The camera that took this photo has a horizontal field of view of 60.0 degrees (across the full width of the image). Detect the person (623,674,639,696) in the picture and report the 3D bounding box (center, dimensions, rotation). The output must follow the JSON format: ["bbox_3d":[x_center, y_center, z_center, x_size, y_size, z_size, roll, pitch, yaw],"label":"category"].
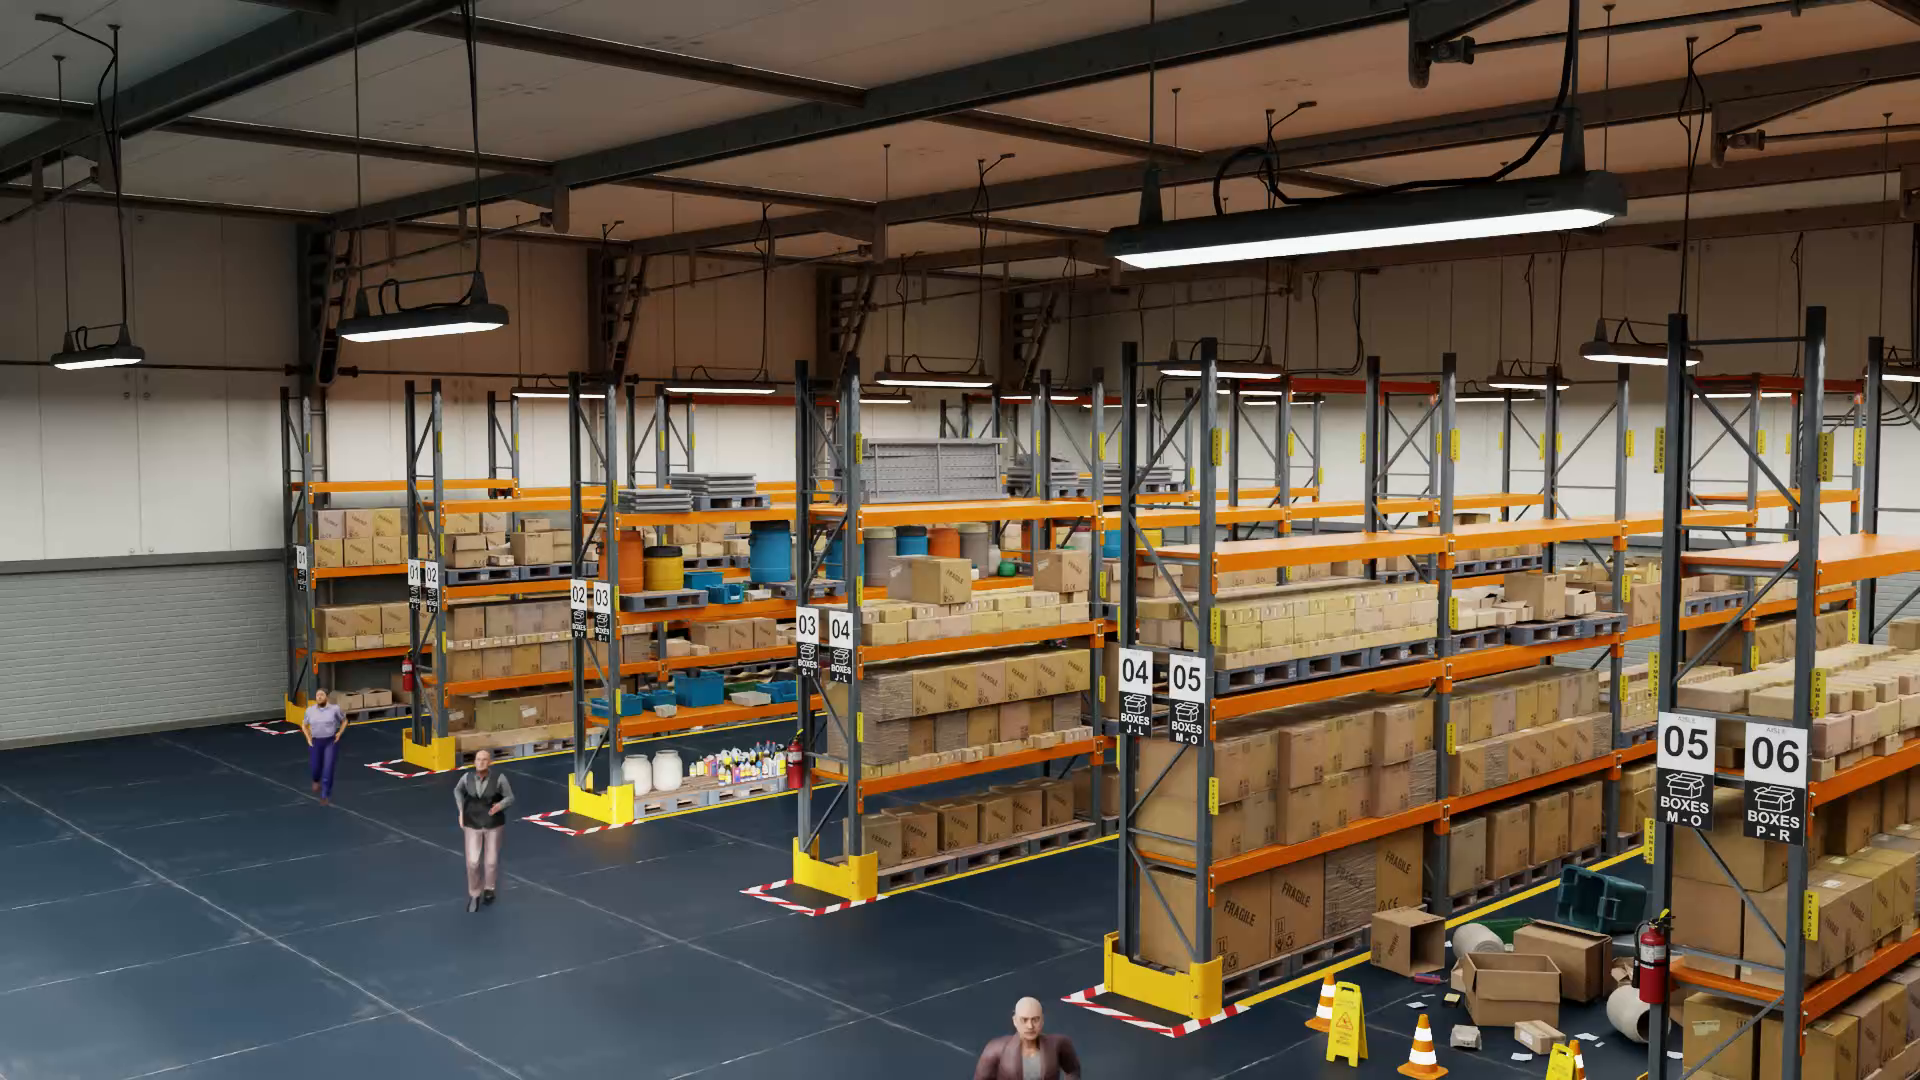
[{"bbox_3d":[-5.967,2.413,30.148,0.711,1.710,0.556,-4,5,-44],"label":"person"}]

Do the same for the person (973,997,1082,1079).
[{"bbox_3d":[0.412,3.636,10.210,0.698,1.753,0.927,0,4,-5],"label":"person"}]

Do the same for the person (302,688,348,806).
[{"bbox_3d":[-8.909,2.879,23.345,0.609,1.627,0.628,-1,4,-14],"label":"person"}]

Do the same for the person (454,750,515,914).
[{"bbox_3d":[-5.172,3.165,18.095,0.645,1.767,0.753,-1,4,-15],"label":"person"}]
